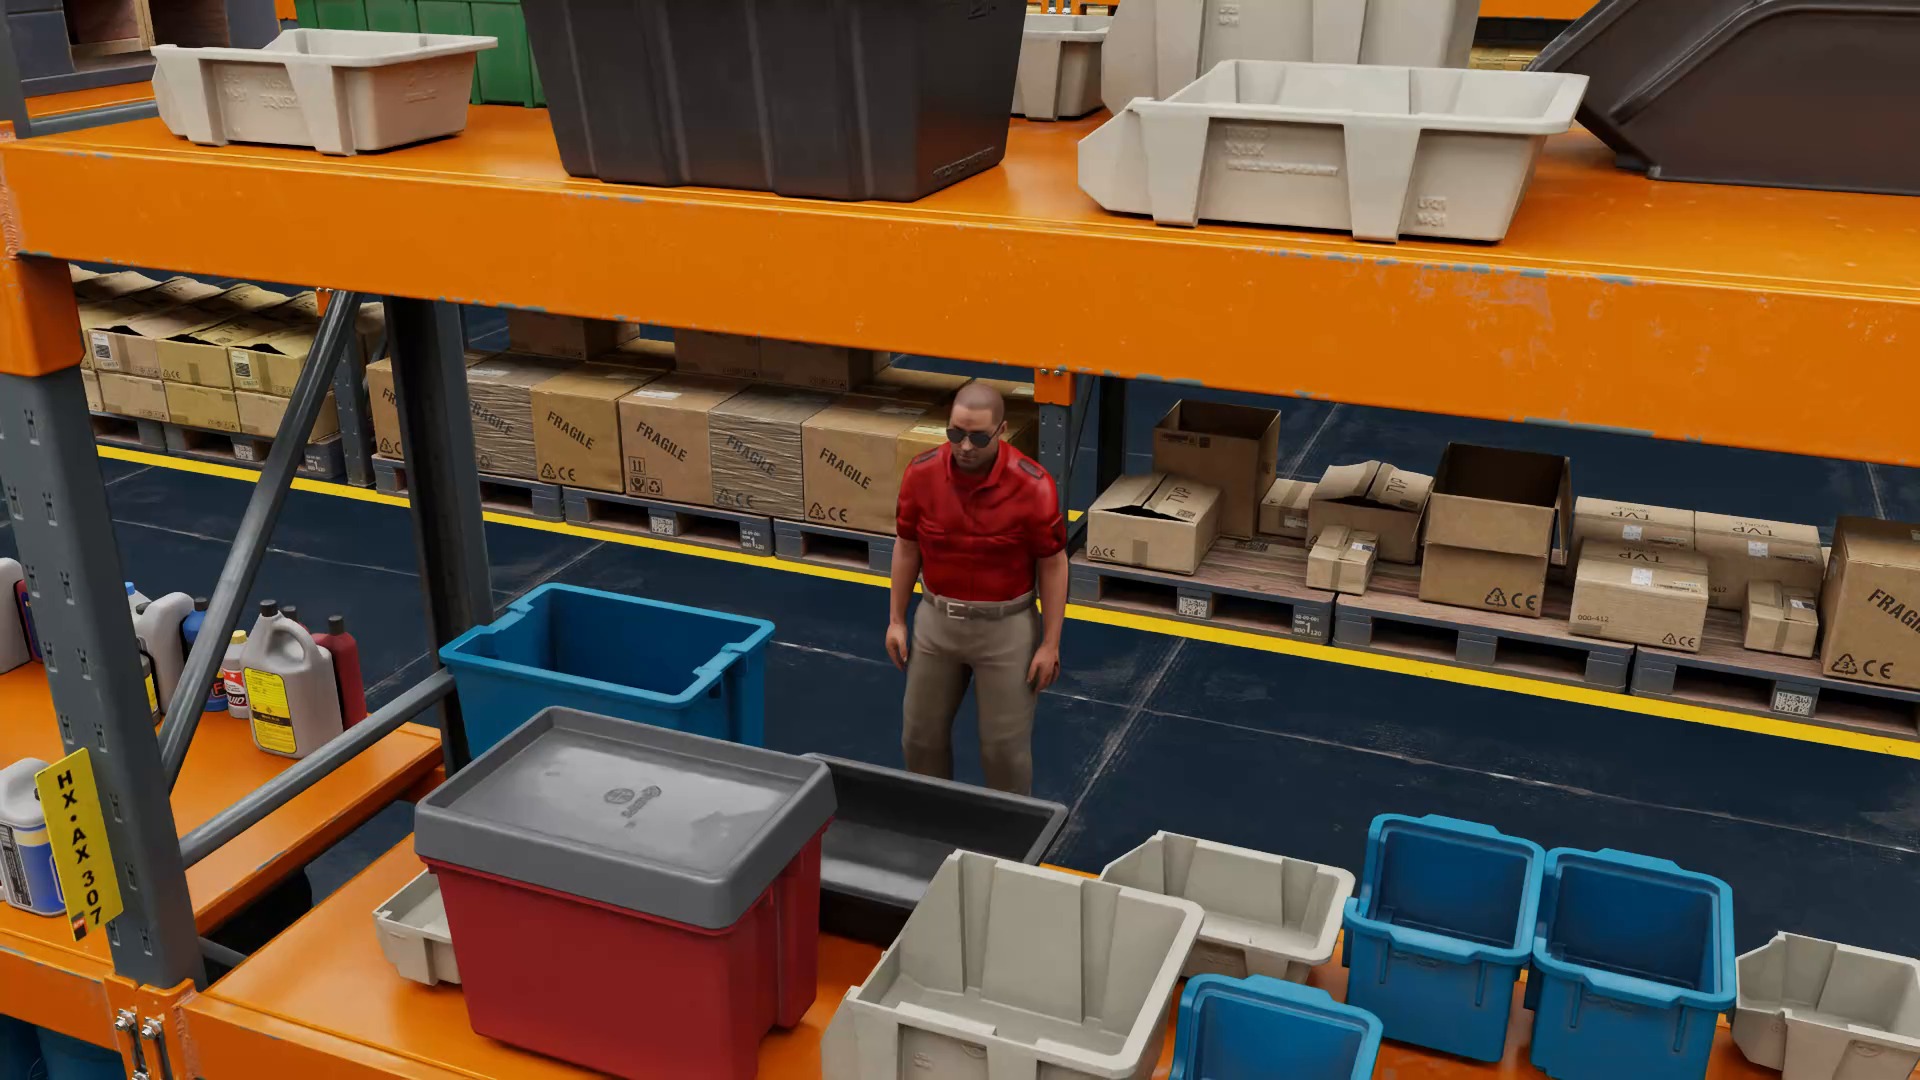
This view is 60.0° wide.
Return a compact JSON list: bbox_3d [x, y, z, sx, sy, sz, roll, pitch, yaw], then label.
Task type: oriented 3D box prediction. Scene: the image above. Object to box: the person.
[{"bbox_3d":[0.039,0.313,5.342,0.597,1.725,0.401,7,23,17],"label":"person"}]
